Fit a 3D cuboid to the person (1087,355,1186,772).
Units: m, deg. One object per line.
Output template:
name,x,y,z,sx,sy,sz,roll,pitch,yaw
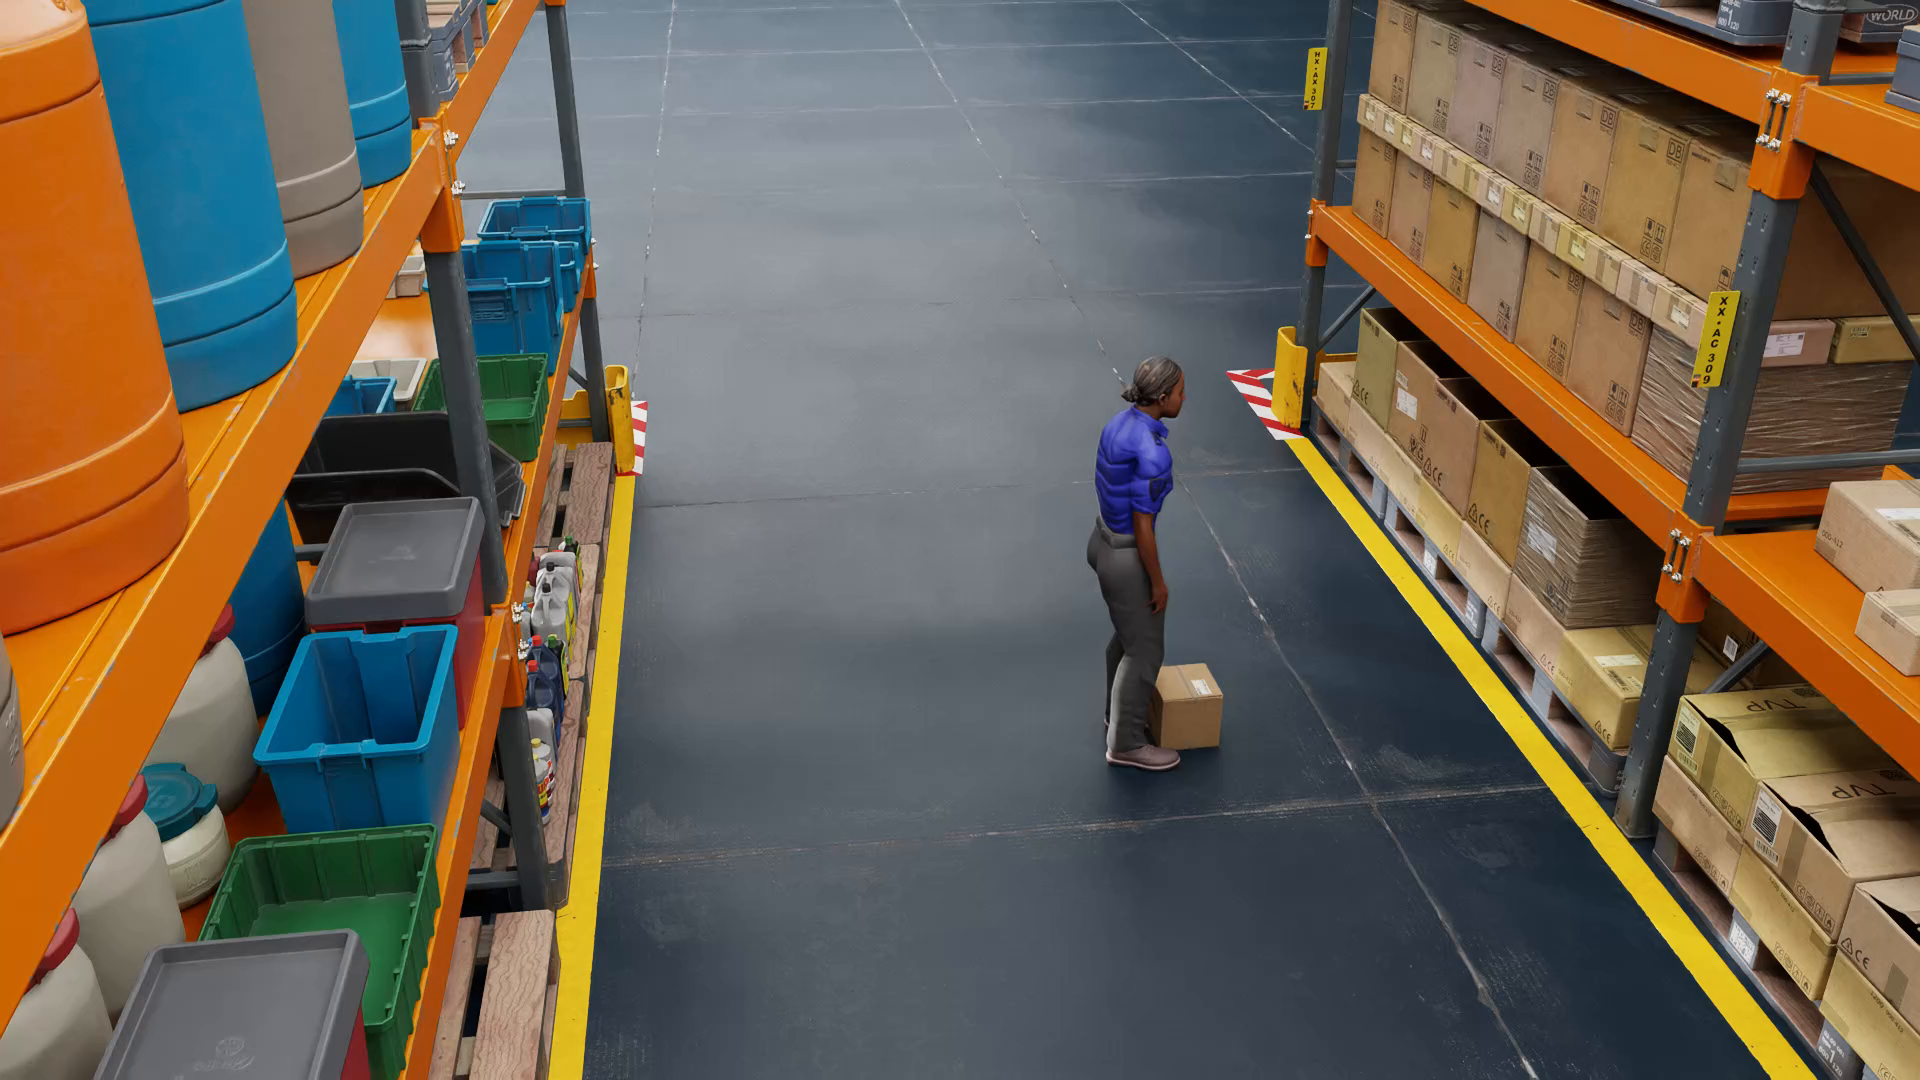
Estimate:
person,0.708,0.077,6.474,0.400,1.655,0.532,-5,28,-10
